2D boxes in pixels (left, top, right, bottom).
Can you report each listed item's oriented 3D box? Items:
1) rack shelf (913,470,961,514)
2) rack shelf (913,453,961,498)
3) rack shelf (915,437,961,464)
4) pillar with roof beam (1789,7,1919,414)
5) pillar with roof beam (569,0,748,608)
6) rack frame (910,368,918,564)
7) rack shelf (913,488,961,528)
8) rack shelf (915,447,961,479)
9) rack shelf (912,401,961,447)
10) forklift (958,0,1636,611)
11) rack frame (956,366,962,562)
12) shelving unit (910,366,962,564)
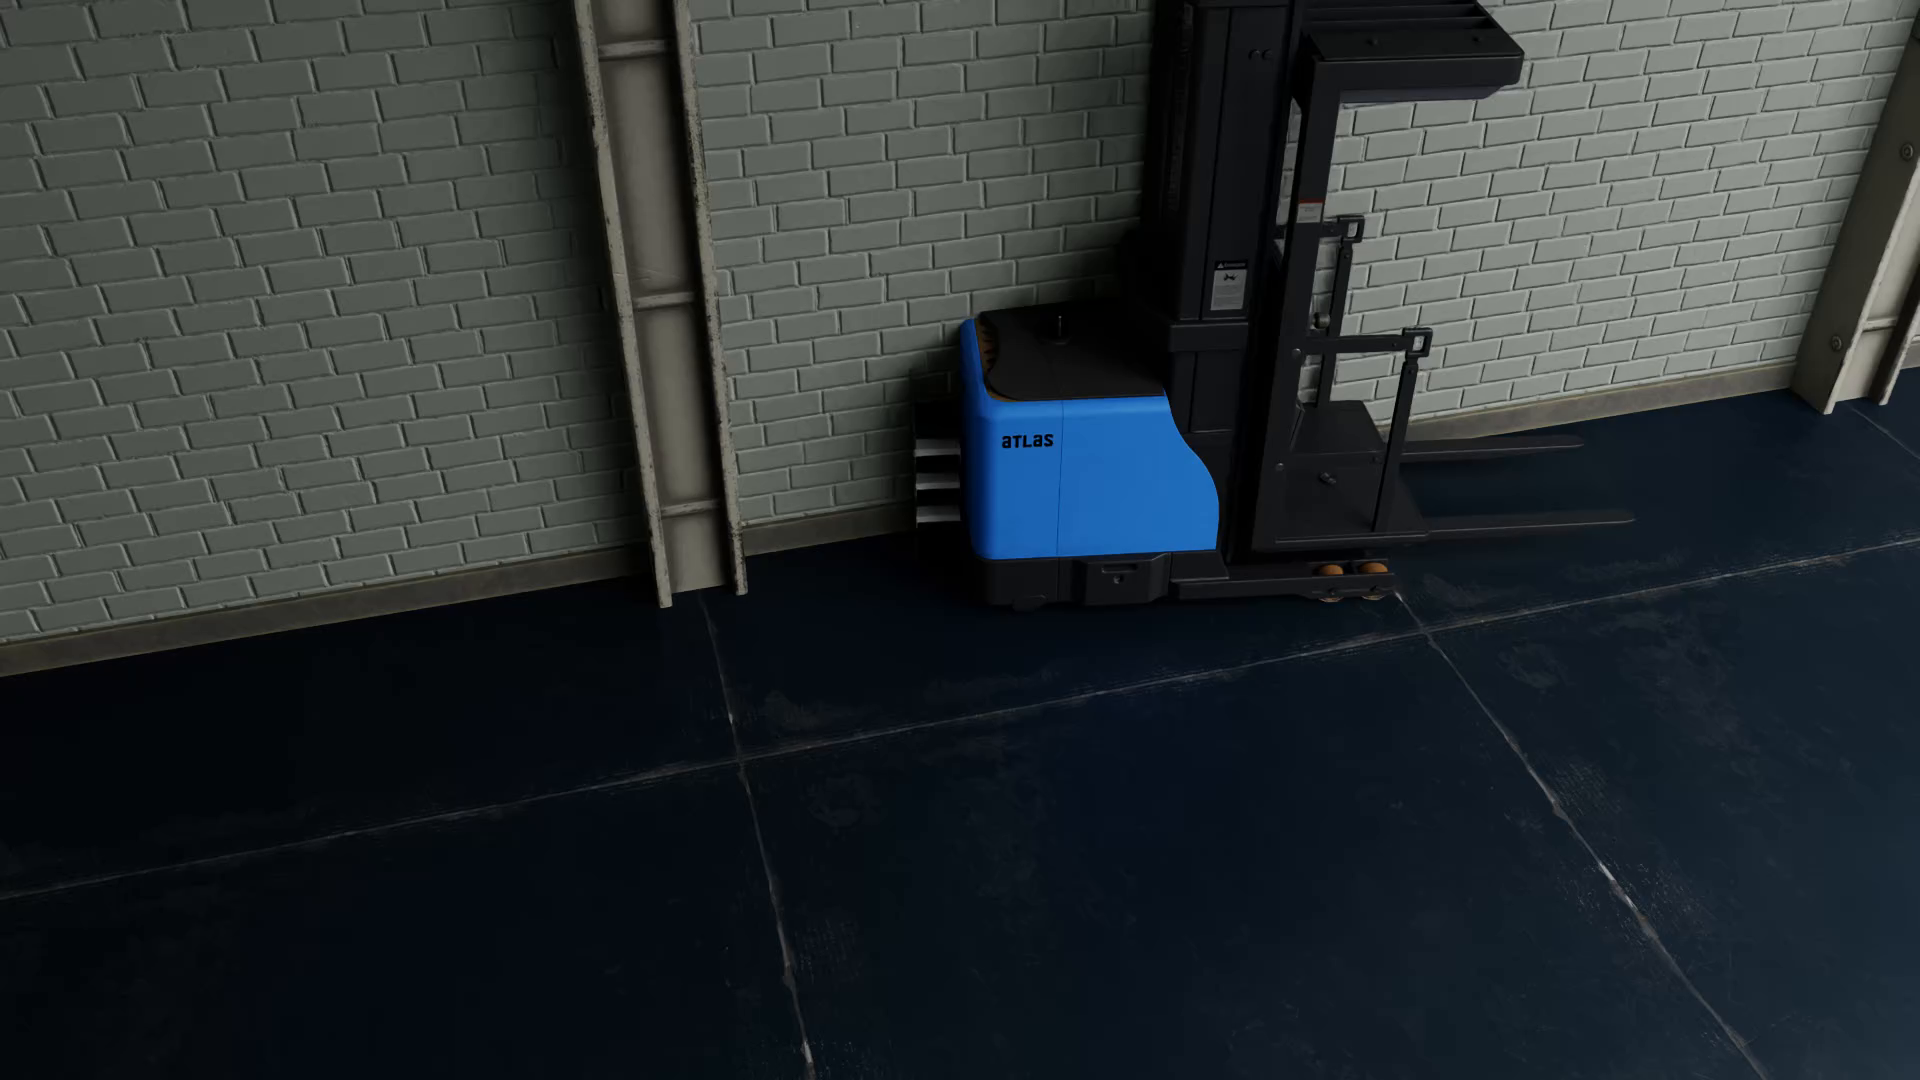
[{"bbox_3d":[-0.106,-0.227,7.509,0.200,0.077,0.258,-3,37,-4],"label":"rack shelf"},{"bbox_3d":[-0.106,-0.298,7.454,0.200,0.077,0.258,-3,37,-4],"label":"rack shelf"},{"bbox_3d":[-0.106,-0.441,7.345,0.200,0.077,0.258,-3,37,-4],"label":"rack shelf"},{"bbox_3d":[5.736,-1.819,2.722,0.400,9.000,9.100,-9,38,-12],"label":"pillar with roof beam"},{"bbox_3d":[-0.057,-0.869,1.479,0.400,9.000,9.100,-9,38,-12],"label":"pillar with roof beam"},{"bbox_3d":[-0.207,-0.320,7.427,0.006,0.900,0.240,-3,37,-4],"label":"rack frame"},{"bbox_3d":[-0.106,-0.155,7.563,0.200,0.077,0.258,-3,37,-4],"label":"rack shelf"},{"bbox_3d":[-0.106,-0.370,7.399,0.200,0.077,0.258,-3,37,-4],"label":"rack shelf"},{"bbox_3d":[-0.106,-0.513,7.290,0.200,0.077,0.258,-3,37,-4],"label":"rack shelf"},{"bbox_3d":[1.515,-1.207,6.916,3.031,2.935,1.130,-3,38,-4],"label":"forklift"},{"bbox_3d":[-0.004,-0.330,7.440,0.006,0.900,0.240,-3,37,-4],"label":"rack frame"},{"bbox_3d":[-0.106,-0.325,7.434,0.210,0.900,0.258,-3,37,-4],"label":"shelving unit"}]
